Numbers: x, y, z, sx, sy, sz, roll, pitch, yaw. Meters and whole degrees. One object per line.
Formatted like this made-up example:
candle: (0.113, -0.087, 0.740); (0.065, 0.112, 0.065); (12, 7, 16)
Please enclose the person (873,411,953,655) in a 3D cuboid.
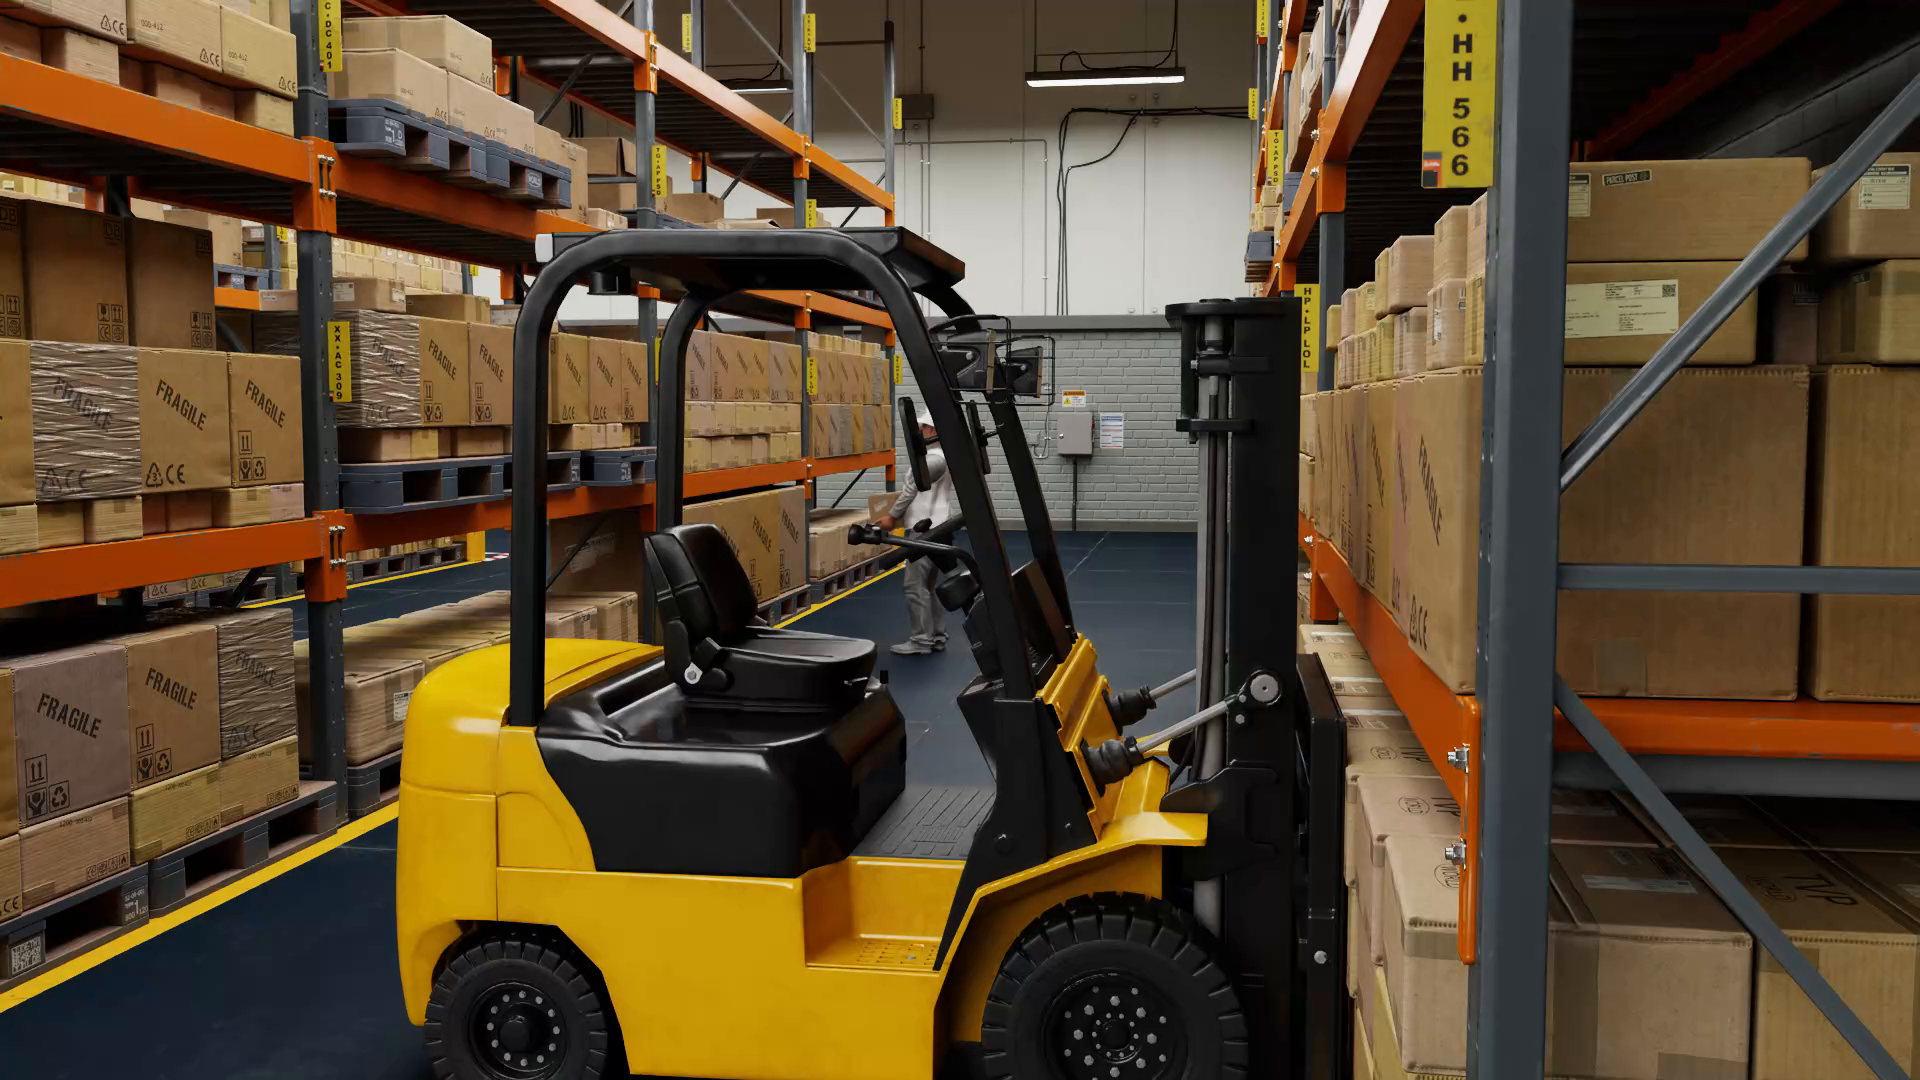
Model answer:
person: (-0.321, -0.070, 11.923); (0.565, 1.762, 0.494); (1, 4, 9)
